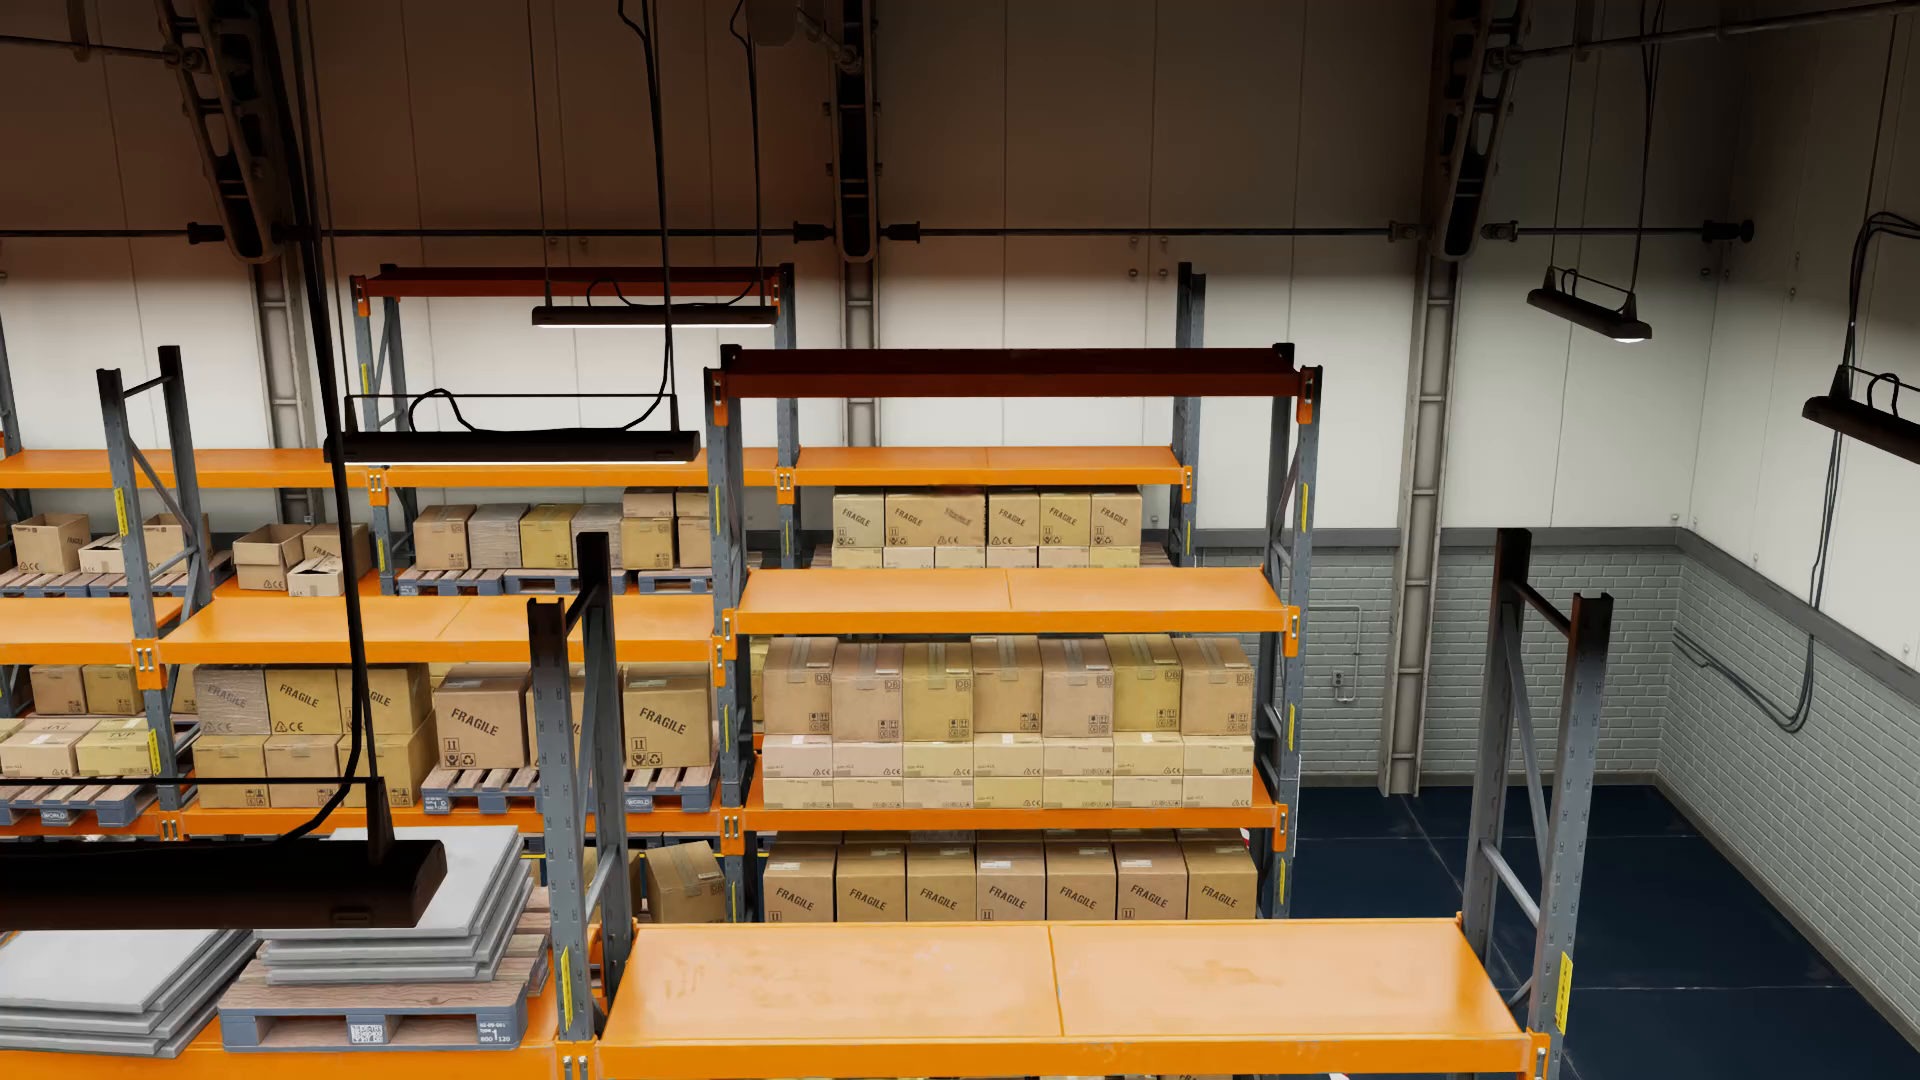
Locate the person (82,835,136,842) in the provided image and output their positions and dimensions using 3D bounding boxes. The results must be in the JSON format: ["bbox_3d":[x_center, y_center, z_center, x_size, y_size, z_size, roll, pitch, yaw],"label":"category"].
[{"bbox_3d":[-8.068,2.752,15.950,0.836,1.774,0.649,-11,19,-33],"label":"person"}]
